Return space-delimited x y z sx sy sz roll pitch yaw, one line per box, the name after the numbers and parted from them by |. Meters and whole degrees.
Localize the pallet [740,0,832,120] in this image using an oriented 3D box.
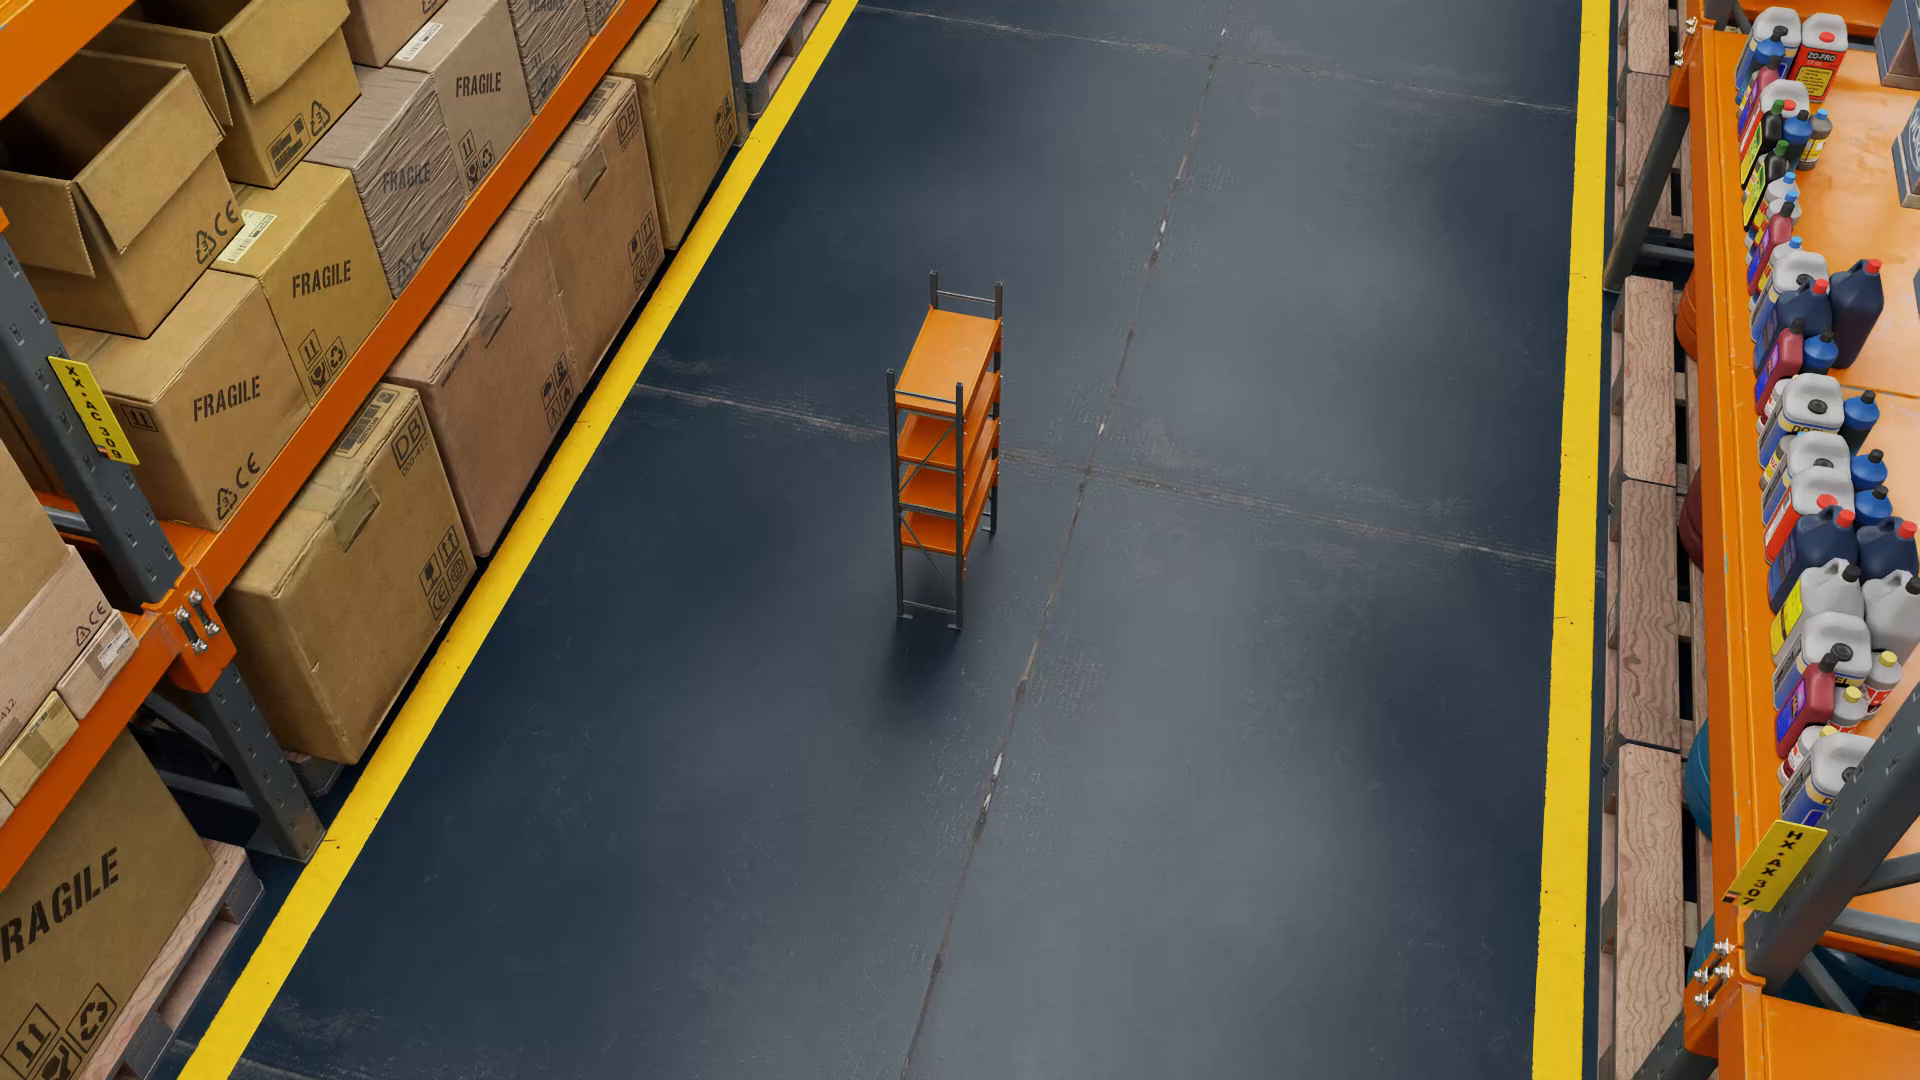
-1.296 -2.630 8.430 1.003 0.211 1.213 12 50 10 | pallet

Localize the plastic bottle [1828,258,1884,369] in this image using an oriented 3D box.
2.621 -0.694 4.895 0.144 0.351 0.185 12 50 10 | plastic bottle

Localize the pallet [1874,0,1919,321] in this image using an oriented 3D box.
2.335 -0.633 2.933 1.213 0.211 1.003 12 50 10 | pallet

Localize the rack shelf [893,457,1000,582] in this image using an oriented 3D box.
-0.044 -0.101 5.894 0.258 0.148 0.480 12 50 10 | rack shelf

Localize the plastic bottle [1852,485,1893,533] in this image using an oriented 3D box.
2.369 -0.041 4.371 0.097 0.271 0.097 0 49 0 | plastic bottle

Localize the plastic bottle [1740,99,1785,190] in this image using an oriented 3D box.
2.649 -1.300 5.474 0.061 0.283 0.133 12 50 10 | plastic bottle

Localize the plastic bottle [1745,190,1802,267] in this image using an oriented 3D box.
2.549 -0.971 5.192 0.097 0.271 0.097 0 49 0 | plastic bottle

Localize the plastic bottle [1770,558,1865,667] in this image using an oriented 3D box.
2.149 0.170 4.132 0.144 0.351 0.185 12 50 10 | plastic bottle

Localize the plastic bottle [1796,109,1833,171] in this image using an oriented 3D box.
2.853 -1.349 5.573 0.097 0.201 0.097 0 49 0 | plastic bottle

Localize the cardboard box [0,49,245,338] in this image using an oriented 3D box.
-2.396 -0.923 4.328 0.797 0.503 0.637 10 49 9 | cardboard box

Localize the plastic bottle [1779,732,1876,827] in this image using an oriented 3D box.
2.014 0.575 3.824 0.152 0.276 0.135 12 50 10 | plastic bottle

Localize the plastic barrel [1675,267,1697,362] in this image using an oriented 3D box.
3.163 -1.074 6.364 0.600 0.830 0.708 12 50 10 | plastic barrel

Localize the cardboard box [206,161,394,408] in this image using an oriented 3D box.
-2.062 -0.774 4.866 0.500 0.500 0.500 12 50 10 | cardboard box

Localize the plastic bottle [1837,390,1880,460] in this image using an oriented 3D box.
2.465 -0.306 4.605 0.097 0.271 0.097 0 49 0 | plastic bottle

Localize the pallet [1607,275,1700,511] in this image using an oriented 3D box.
3.108 -0.509 6.558 1.003 0.211 1.213 12 50 10 | pallet

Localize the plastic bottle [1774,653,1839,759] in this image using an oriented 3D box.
2.031 0.397 3.977 0.061 0.283 0.133 12 50 10 | plastic bottle

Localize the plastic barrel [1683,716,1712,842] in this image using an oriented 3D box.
2.569 0.536 4.895 0.600 0.901 0.708 12 50 10 | plastic barrel

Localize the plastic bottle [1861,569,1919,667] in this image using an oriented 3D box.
2.288 0.199 4.107 0.144 0.351 0.185 12 50 10 | plastic bottle

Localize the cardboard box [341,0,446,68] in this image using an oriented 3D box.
-2.055 -1.870 5.164 0.797 0.503 0.637 13 50 11 | cardboard box

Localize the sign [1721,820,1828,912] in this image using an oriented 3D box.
1.692 0.682 3.463 0.100 0.325 0.005 12 50 10 | sign

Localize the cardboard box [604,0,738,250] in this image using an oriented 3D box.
-1.705 -1.928 7.088 1.225 0.875 0.875 9 49 8 | cardboard box

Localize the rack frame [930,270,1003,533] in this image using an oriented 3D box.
0.021 -0.454 5.850 0.240 1.200 0.015 12 50 10 | rack frame

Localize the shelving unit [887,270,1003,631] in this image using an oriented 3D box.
-0.044 -0.277 5.694 0.258 1.200 0.503 12 50 10 | shelving unit

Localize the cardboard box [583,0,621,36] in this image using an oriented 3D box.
-1.531 -2.255 6.173 0.500 0.500 0.500 11 50 10 | cardboard box

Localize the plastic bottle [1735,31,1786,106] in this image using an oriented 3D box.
2.793 -1.640 5.782 0.097 0.271 0.097 0 49 0 | plastic bottle

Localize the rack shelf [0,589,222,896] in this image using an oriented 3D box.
-3.082 1.591 3.325 1.077 0.370 4.000 12 50 10 | rack shelf

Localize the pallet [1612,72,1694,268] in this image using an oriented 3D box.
3.517 -1.640 7.557 1.003 0.211 1.213 12 50 10 | pallet

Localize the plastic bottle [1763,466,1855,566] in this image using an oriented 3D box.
2.243 -0.054 4.379 0.152 0.276 0.135 12 50 10 | plastic bottle

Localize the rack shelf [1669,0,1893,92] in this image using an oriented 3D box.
3.802 -3.219 7.570 1.077 0.370 4.000 12 50 10 | rack shelf

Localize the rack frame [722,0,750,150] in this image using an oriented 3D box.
-1.503 -2.987 6.886 1.000 3.000 0.127 12 50 10 | rack frame

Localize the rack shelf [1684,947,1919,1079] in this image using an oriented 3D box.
1.696 2.568 2.463 1.077 0.370 4.000 12 50 10 | rack shelf

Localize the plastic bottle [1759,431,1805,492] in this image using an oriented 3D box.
2.283 -0.216 4.572 0.097 0.201 0.097 0 49 0 | plastic bottle

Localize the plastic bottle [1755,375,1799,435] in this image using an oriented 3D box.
2.344 -0.383 4.720 0.097 0.201 0.097 0 49 0 | plastic bottle

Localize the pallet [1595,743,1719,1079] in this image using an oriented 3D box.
2.466 1.256 5.001 1.003 0.211 1.213 12 50 10 | pallet

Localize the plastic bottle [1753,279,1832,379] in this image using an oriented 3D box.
2.439 -0.627 4.835 0.144 0.351 0.185 12 50 10 | plastic bottle

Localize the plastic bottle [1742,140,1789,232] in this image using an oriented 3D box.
2.588 -1.133 5.327 0.061 0.283 0.133 12 50 10 | plastic bottle

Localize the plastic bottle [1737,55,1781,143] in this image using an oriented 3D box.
2.719 -1.493 5.645 0.061 0.283 0.133 12 50 10 | plastic bottle

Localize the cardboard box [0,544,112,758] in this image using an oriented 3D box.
-2.419 0.228 3.950 0.500 0.250 0.500 11 49 9 | cardboard box

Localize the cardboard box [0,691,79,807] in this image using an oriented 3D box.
-2.388 0.461 4.010 0.380 0.149 0.250 12 50 11 | cardboard box

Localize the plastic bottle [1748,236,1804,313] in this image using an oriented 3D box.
2.489 -0.804 5.045 0.097 0.271 0.097 0 49 0 | plastic bottle

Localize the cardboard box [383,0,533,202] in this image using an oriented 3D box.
-1.799 -1.511 5.516 0.500 0.500 0.500 12 50 11 | cardboard box

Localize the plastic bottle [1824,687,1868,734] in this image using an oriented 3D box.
2.112 0.426 4.006 0.097 0.201 0.097 0 49 0 | plastic bottle

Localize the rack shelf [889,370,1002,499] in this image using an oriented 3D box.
-0.044 -0.381 5.577 0.258 0.148 0.480 12 50 10 | rack shelf

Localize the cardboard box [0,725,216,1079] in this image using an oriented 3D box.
-2.807 0.932 4.564 0.875 0.875 0.875 12 50 10 | cardboard box

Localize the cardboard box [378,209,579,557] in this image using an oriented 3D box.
-2.172 -0.643 5.954 1.225 0.875 0.875 10 49 9 | cardboard box
